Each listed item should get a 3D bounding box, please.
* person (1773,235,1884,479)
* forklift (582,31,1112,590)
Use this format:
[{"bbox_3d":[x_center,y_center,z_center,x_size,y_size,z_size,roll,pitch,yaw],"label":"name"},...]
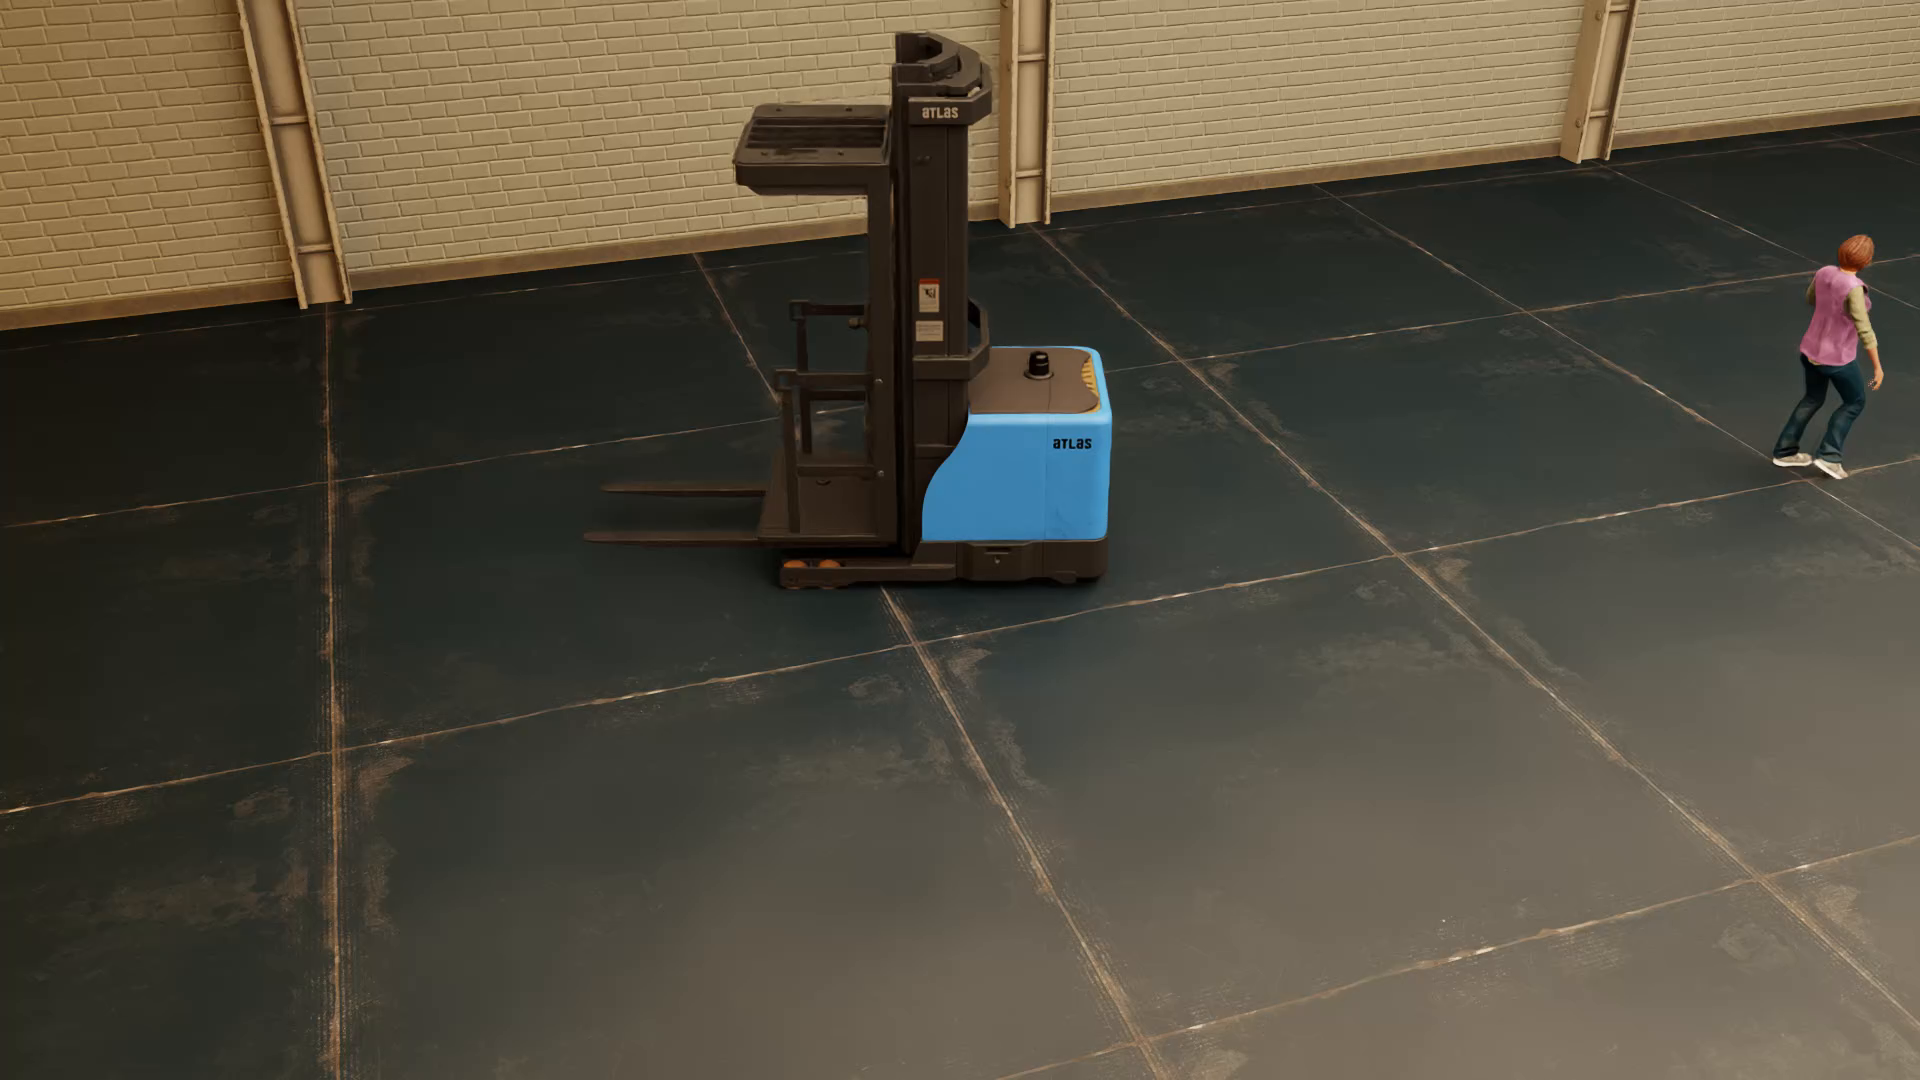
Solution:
[{"bbox_3d":[5.513,-1.141,10.481,0.433,1.606,0.796,-4,30,-7],"label":"person"},{"bbox_3d":[-0.671,-1.251,9.261,3.031,2.935,1.130,0,30,0],"label":"forklift"}]
